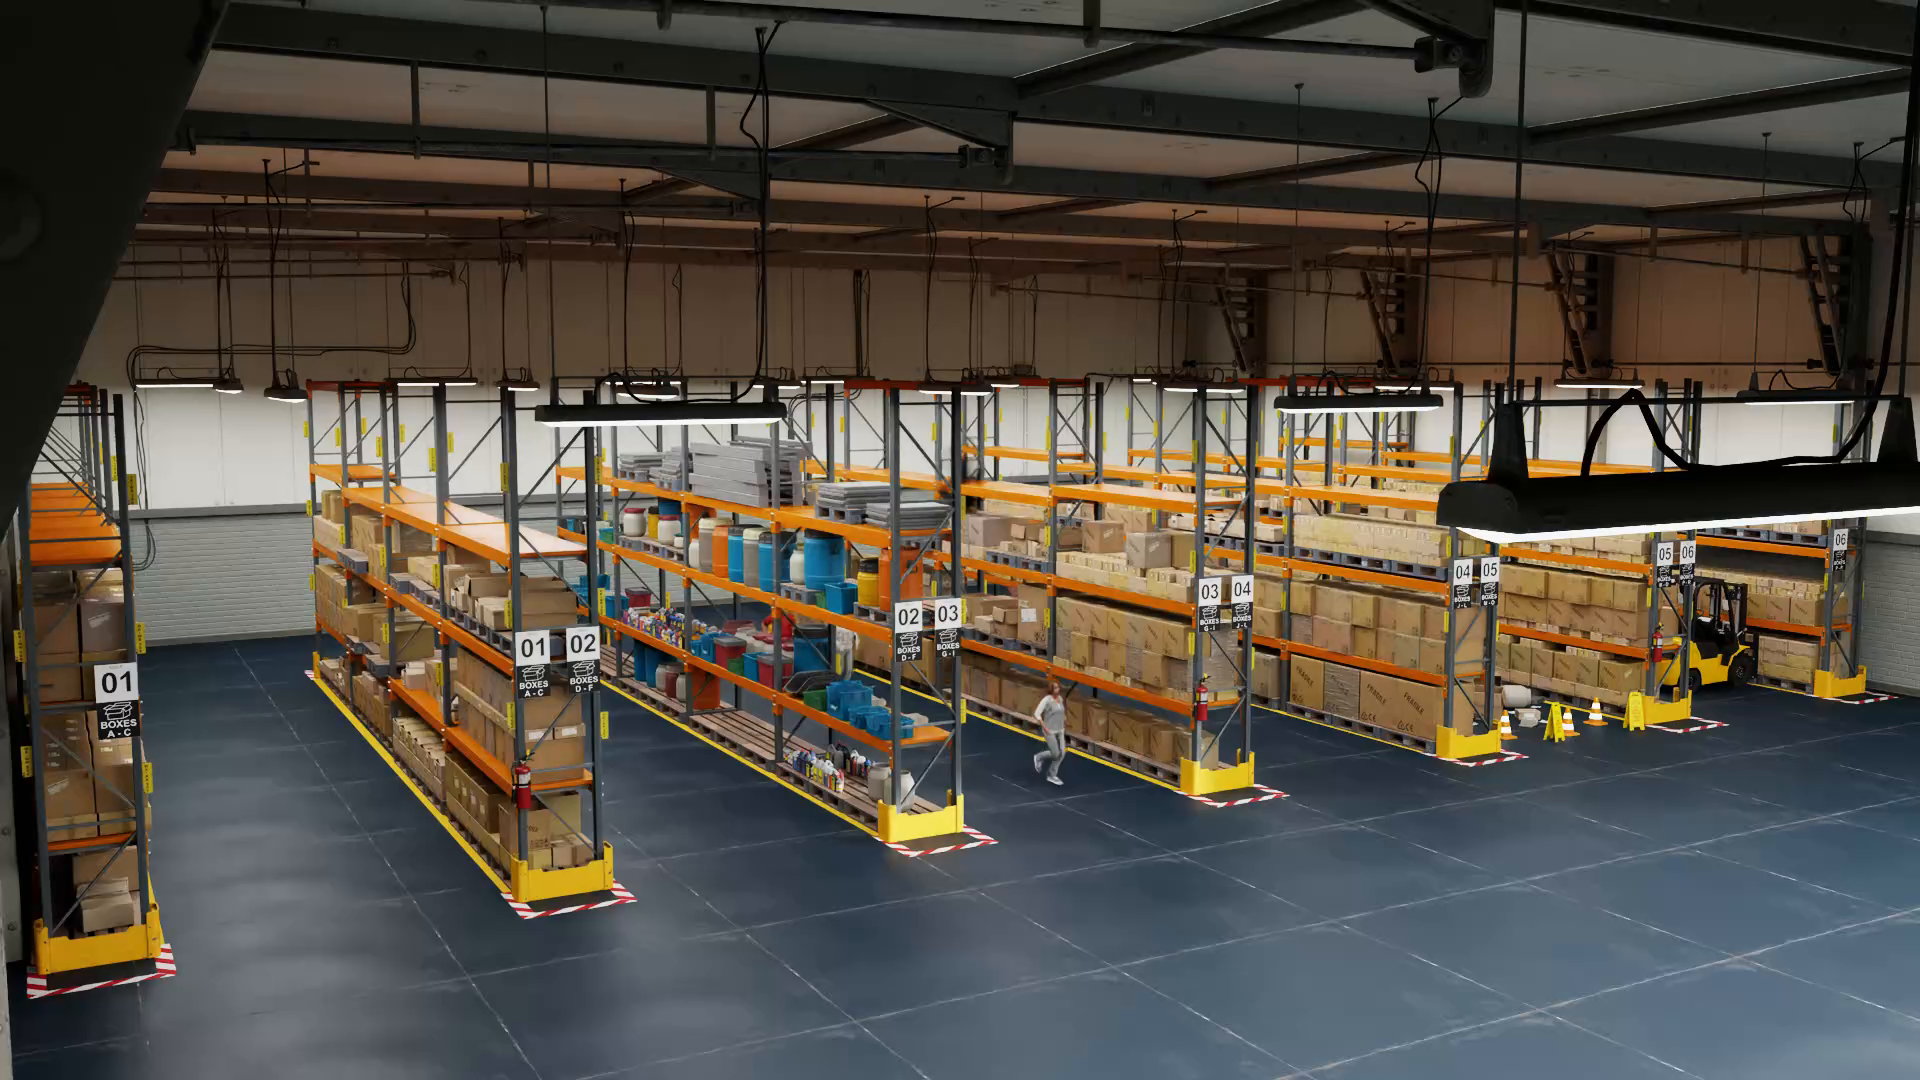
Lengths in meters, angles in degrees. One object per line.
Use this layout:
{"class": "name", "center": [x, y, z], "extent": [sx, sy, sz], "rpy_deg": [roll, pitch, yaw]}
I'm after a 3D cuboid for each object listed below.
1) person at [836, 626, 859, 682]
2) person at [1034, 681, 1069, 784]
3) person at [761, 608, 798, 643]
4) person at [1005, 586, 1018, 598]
{"class": "person", "center": [-2.237, 2.106, 32.027], "extent": [0.645, 1.686, 0.667], "rpy_deg": [-3, 7, -30]}
{"class": "person", "center": [1.384, 2.901, 25.123], "extent": [0.542, 1.555, 0.570], "rpy_deg": [-5, 8, -40]}
{"class": "person", "center": [-3.440, 2.051, 32.160], "extent": [0.643, 1.782, 0.848], "rpy_deg": [-5, 8, -37]}
{"class": "person", "center": [1.354, 0.900, 43.340], "extent": [0.672, 1.656, 0.547], "rpy_deg": [-5, 8, -41]}
